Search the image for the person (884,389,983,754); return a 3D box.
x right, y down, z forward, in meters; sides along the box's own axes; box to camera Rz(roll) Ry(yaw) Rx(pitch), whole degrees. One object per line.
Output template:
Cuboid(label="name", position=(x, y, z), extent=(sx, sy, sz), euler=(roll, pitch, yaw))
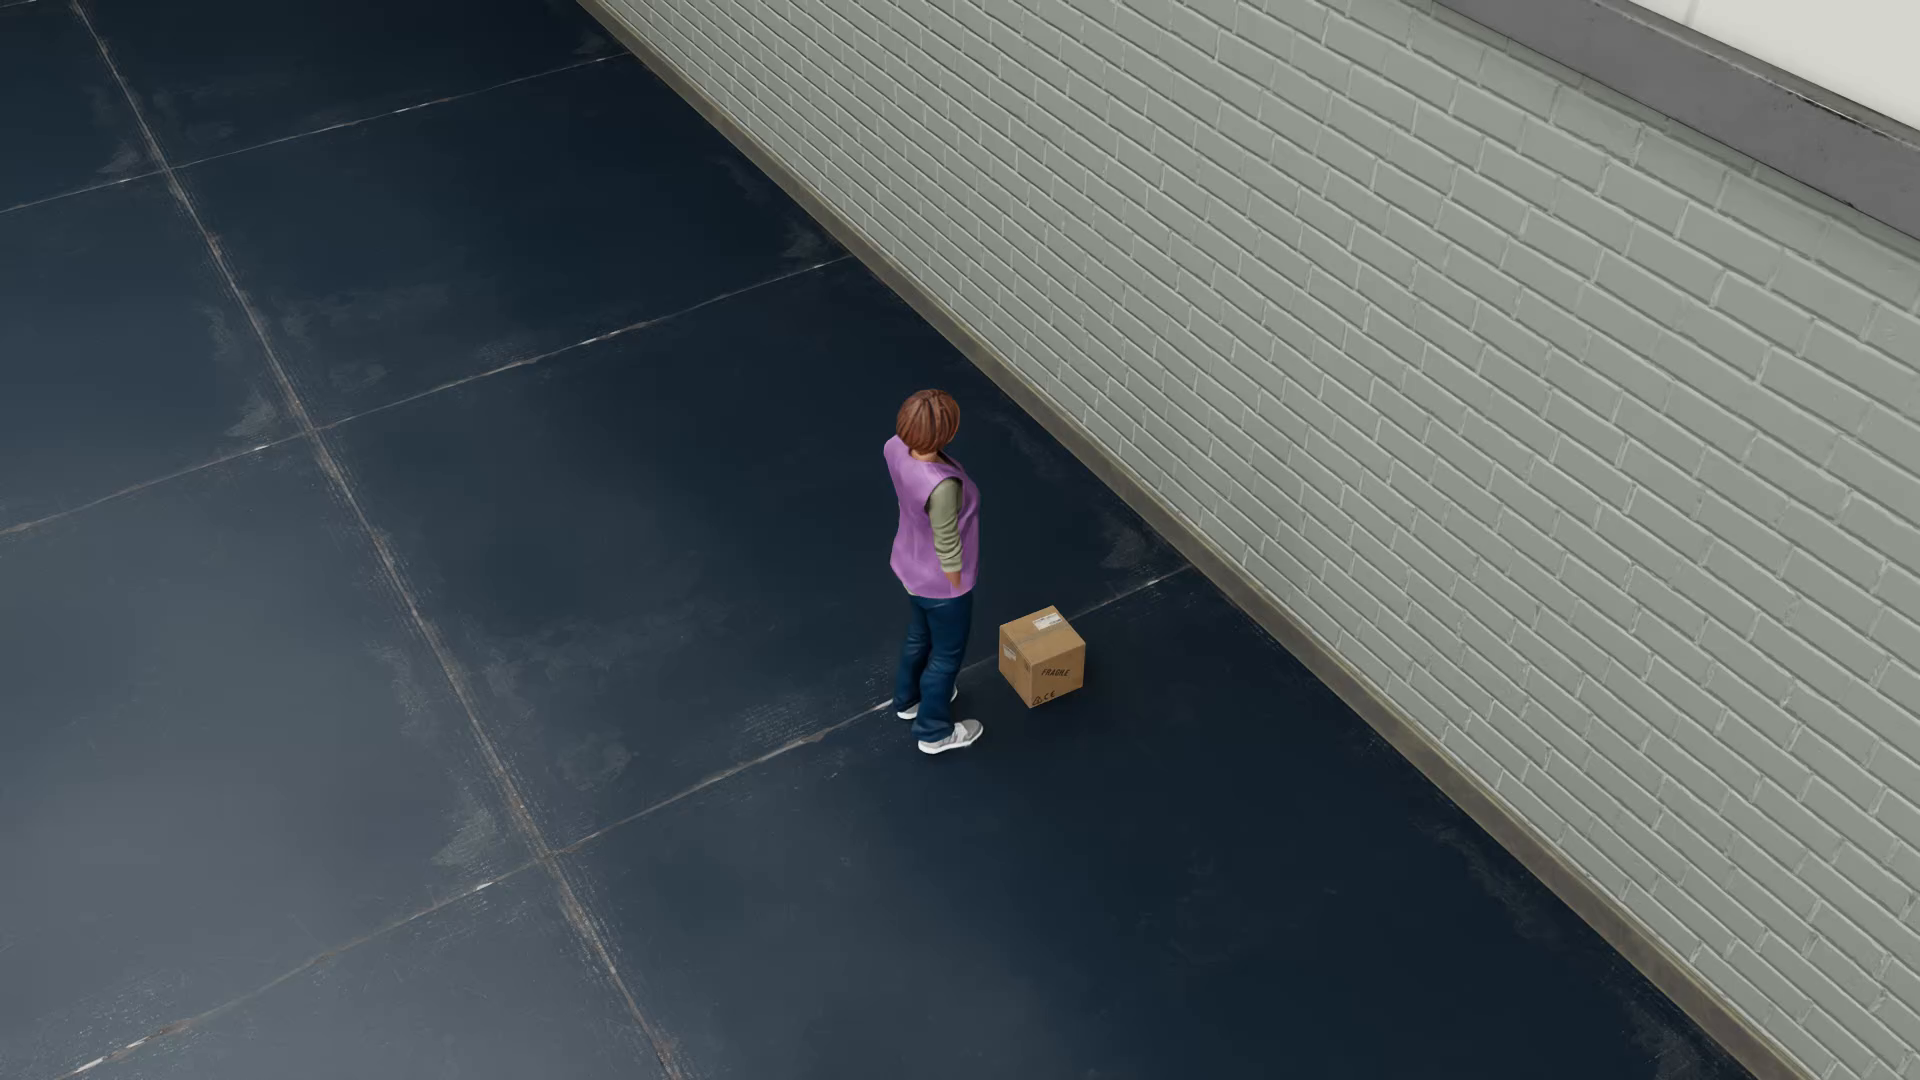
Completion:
Cuboid(label="person", position=(-0.099, 0.110, 6.044), extent=(0.310, 1.600, 0.405), euler=(-19, 45, -21))
